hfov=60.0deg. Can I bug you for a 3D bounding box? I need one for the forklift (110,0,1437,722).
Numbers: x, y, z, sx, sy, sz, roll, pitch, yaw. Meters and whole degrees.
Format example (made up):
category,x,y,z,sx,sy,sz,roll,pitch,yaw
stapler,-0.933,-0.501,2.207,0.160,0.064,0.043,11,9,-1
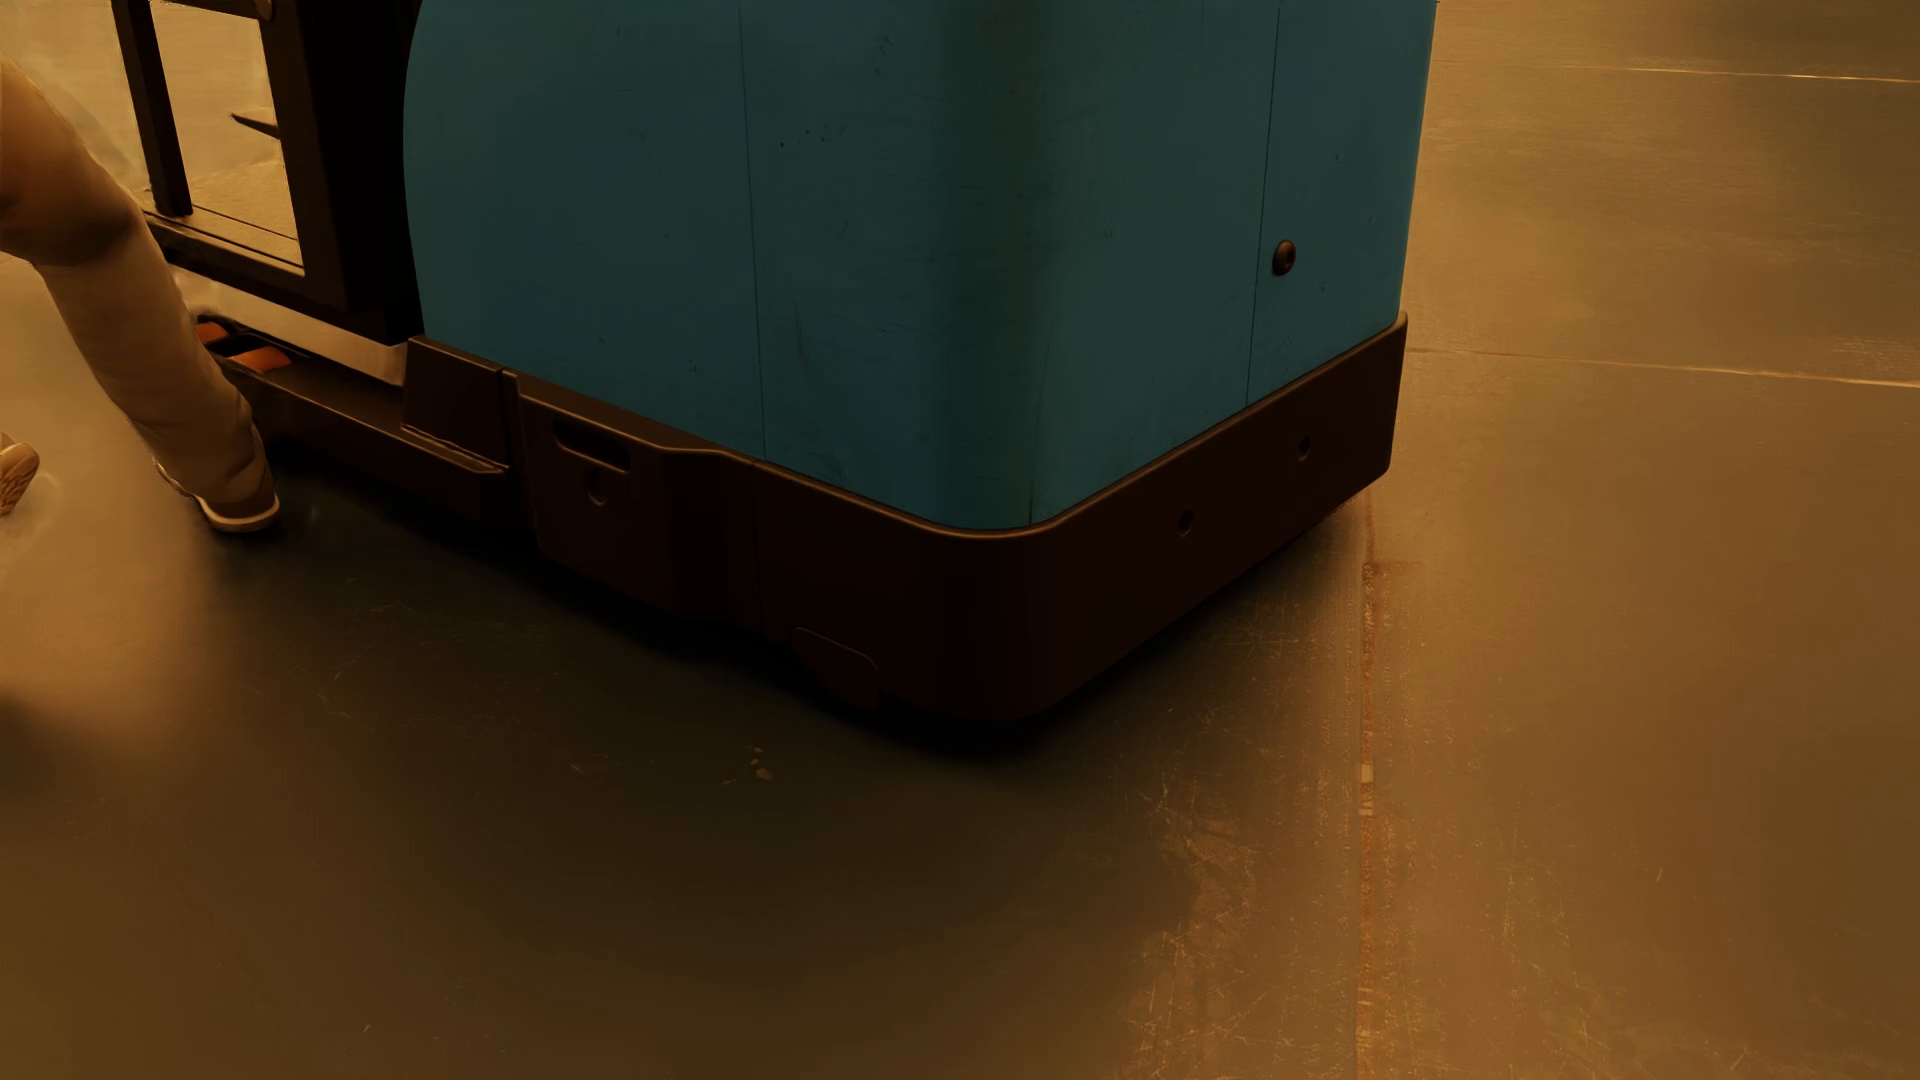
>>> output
category,x,y,z,sx,sy,sz,roll,pitch,yaw
forklift,-0.793,-1.629,2.475,3.031,2.935,1.130,20,33,35
